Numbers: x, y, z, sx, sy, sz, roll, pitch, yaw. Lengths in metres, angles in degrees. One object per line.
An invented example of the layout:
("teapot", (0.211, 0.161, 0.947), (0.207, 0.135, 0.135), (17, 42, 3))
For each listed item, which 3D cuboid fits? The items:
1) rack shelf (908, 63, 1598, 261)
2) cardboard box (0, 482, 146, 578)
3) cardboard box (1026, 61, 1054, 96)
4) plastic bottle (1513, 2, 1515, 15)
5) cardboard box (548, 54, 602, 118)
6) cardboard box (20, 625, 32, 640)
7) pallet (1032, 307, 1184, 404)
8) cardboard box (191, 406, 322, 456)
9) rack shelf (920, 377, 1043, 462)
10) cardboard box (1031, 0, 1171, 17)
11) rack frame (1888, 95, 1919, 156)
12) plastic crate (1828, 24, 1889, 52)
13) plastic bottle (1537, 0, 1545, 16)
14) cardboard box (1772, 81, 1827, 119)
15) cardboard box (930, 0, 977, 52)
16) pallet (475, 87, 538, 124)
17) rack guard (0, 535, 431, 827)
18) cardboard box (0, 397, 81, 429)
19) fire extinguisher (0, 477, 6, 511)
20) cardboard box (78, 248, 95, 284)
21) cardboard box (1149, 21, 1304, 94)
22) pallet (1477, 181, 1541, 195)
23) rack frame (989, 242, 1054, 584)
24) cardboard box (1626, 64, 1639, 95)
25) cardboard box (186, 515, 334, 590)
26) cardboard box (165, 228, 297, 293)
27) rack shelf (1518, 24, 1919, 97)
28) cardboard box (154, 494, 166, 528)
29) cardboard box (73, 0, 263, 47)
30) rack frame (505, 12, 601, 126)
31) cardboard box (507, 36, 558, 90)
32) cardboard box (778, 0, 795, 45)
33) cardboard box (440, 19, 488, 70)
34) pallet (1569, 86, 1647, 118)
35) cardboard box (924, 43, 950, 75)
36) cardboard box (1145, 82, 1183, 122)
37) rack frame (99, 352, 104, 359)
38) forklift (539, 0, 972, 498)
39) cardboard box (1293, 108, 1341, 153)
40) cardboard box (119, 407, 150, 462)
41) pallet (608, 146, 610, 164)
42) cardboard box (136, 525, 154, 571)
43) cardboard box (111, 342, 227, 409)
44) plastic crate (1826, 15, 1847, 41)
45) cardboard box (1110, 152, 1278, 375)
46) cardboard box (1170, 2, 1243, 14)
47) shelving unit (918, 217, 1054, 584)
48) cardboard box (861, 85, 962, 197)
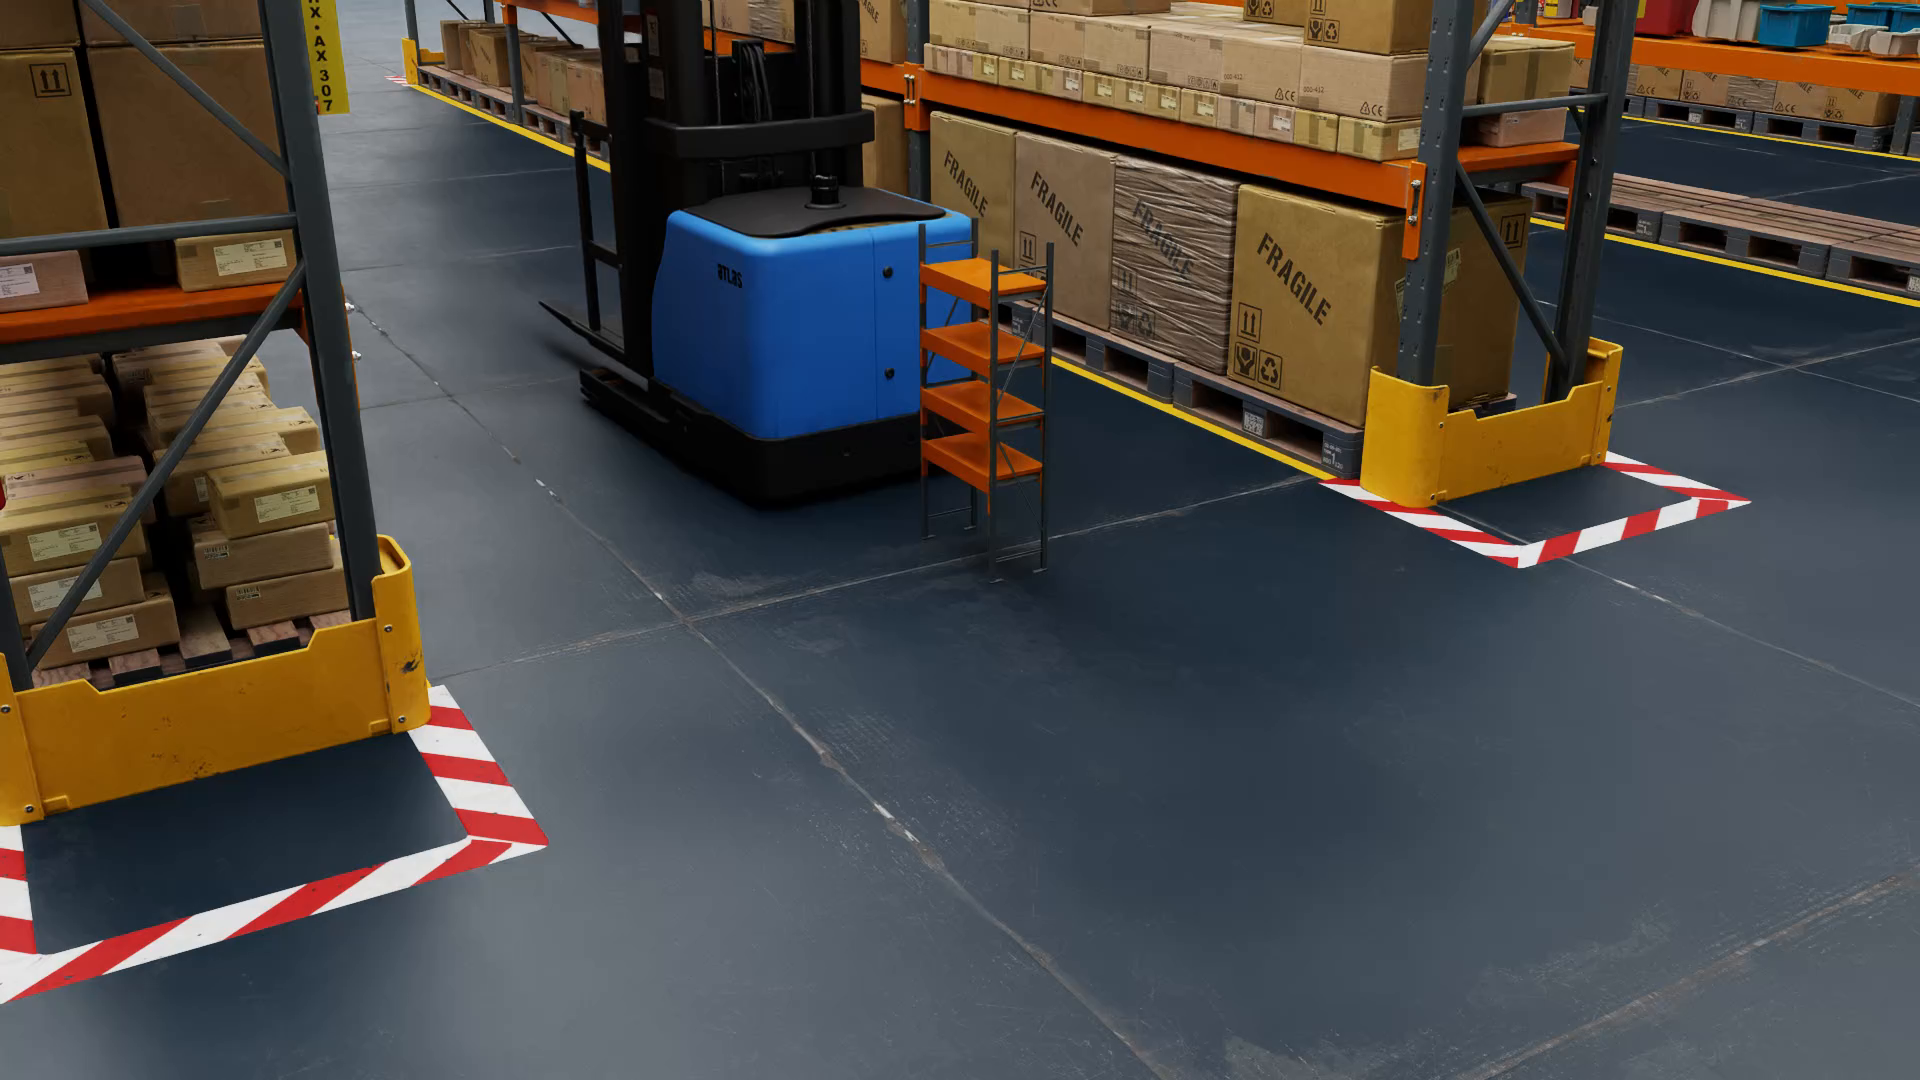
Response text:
("rack shelf", (1.179, -1.995, 8.191), (1.077, 0.370, 4.000), (-13, 25, -28))
("cardboard box", (-2.603, -0.032, 4.844), (0.380, 0.149, 0.250), (-12, 25, -28))
("cardboard box", (0.559, -2.362, 8.472), (0.380, 0.149, 0.250), (-13, 25, -29))
("plastic bottle", (4.222, -4.148, 12.797), (0.097, 0.201, 0.097), (0, 22, 0))
("cardboard box", (-3.406, -4.250, 15.520), (0.700, 0.500, 0.500), (-13, 25, -29))
("cardboard box", (-2.781, 0.173, 5.132), (0.380, 0.149, 0.250), (-12, 25, -27))
("pallet", (1.106, -1.027, 8.559), (1.003, 0.211, 1.213), (-13, 25, -28))
("cardboard box", (-2.353, -0.316, 5.544), (0.380, 0.149, 0.250), (-13, 25, -28))
("rack shelf", (0.085, -0.440, 5.979), (0.258, 0.148, 0.480), (-13, 25, -28))
("cardboard box", (0.697, -2.859, 8.169), (0.500, 0.500, 0.500), (-14, 26, -30))
("rack frame", (8.676, -4.880, 14.334), (1.000, 3.000, 0.127), (-13, 25, -28))
("plastic crate", (5.421, -3.043, 10.084), (0.298, 0.136, 0.250), (-13, 25, -28))
("plastic bottle", (4.453, -4.114, 12.713), (0.097, 0.201, 0.097), (0, 22, 0))
("cardboard box", (7.932, -4.192, 15.377), (0.500, 0.500, 0.500), (-13, 25, -28))
("cardboard box", (0.173, -2.842, 9.123), (0.500, 0.250, 0.500), (-13, 26, -29))
("pallet", (-4.302, -4.484, 17.063), (1.003, 0.211, 1.213), (-13, 25, -28))
("rack guard", (-2.153, 0.374, 4.728), (1.175, 0.500, 0.348), (-13, 25, -28))
("cardboard box", (-3.186, -0.356, 5.641), (0.380, 0.149, 0.250), (-12, 25, -26))
("fire extinguisher", (-2.383, -0.381, 3.862), (0.296, 0.674, 0.183), (-13, 25, -28))
("cardboard box", (-2.619, -0.782, 4.586), (0.380, 0.149, 0.250), (-13, 25, -28))
("cardboard box", (1.207, -2.184, 7.505), (0.500, 0.250, 0.500), (-14, 26, -30))
("pallet", (4.058, -2.894, 13.152), (1.003, 0.211, 1.213), (-13, 25, -28))
("rack frame", (0.209, -0.423, 5.759), (0.240, 1.200, 0.015), (-13, 25, -28))
("cardboard box", (6.892, -4.850, 16.995), (0.500, 0.500, 0.500), (-14, 26, -30))
("cardboard box", (-2.161, 0.010, 5.137), (0.380, 0.149, 0.250), (-11, 25, -26))
("cardboard box", (-1.998, -0.811, 4.657), (0.380, 0.149, 0.250), (-13, 25, -29))
("rack shelf", (5.437, -2.948, 10.535), (1.077, 0.370, 4.000), (-13, 25, -28))
("cardboard box", (-2.692, -0.181, 6.001), (0.380, 0.149, 0.250), (-13, 25, -28))
("cardboard box", (-2.116, -1.603, 4.417), (0.500, 0.500, 0.500), (-13, 25, -29))
("rack frame", (-3.929, -5.565, 16.020), (1.000, 3.000, 0.127), (-13, 25, -28))
("cardboard box", (-4.398, -4.923, 17.202), (0.500, 0.500, 0.500), (-5, 23, -11))
("cardboard box", (-0.836, -3.450, 10.683), (0.500, 0.500, 0.500), (-13, 25, -29))
("cardboard box", (-5.667, -5.691, 19.092), (0.500, 0.500, 0.500), (-8, 23, -18))
("pallet", (6.982, -4.634, 17.432), (1.003, 0.211, 1.213), (-13, 25, -28))
("cardboard box", (0.023, -2.700, 9.303), (0.380, 0.149, 0.250), (-13, 25, -28))
("cardboard box", (1.080, -2.031, 7.657), (0.380, 0.149, 0.250), (-13, 25, -28))
("rack frame", (-4.158, -2.054, 7.382), (1.000, 3.000, 0.127), (-13, 25, -28))
("forklift", (-1.146, -2.026, 7.403), (1.130, 2.935, 3.031), (-14, 26, -30))
("cardboard box", (1.602, -1.700, 6.844), (0.380, 0.149, 0.250), (-12, 25, -28))
("cardboard box", (-2.883, -0.403, 6.153), (0.380, 0.149, 0.250), (-11, 25, -26))
("pallet", (-2.283, -3.232, 13.983), (1.003, 0.211, 1.213), (-13, 25, -28))
("cardboard box", (-2.717, 0.018, 5.117), (0.380, 0.149, 0.250), (-13, 26, -29))
("cardboard box", (-2.990, -0.629, 6.314), (0.380, 0.149, 0.250), (-13, 25, -28))
("plastic crate", (5.564, -3.328, 10.786), (0.293, 0.136, 0.466), (-13, 25, -28))
("cardboard box", (1.341, -1.377, 7.981), (0.875, 0.875, 0.875), (-13, 25, -28))
("cardboard box", (1.136, -2.619, 8.576), (0.500, 0.250, 0.500), (-12, 25, -27))
("shelving unit", (0.085, -0.502, 5.954), (0.258, 1.200, 0.503), (-13, 25, -28))
("cardboard box", (-0.186, -2.389, 10.470), (1.225, 0.875, 0.875), (-13, 25, -28))
